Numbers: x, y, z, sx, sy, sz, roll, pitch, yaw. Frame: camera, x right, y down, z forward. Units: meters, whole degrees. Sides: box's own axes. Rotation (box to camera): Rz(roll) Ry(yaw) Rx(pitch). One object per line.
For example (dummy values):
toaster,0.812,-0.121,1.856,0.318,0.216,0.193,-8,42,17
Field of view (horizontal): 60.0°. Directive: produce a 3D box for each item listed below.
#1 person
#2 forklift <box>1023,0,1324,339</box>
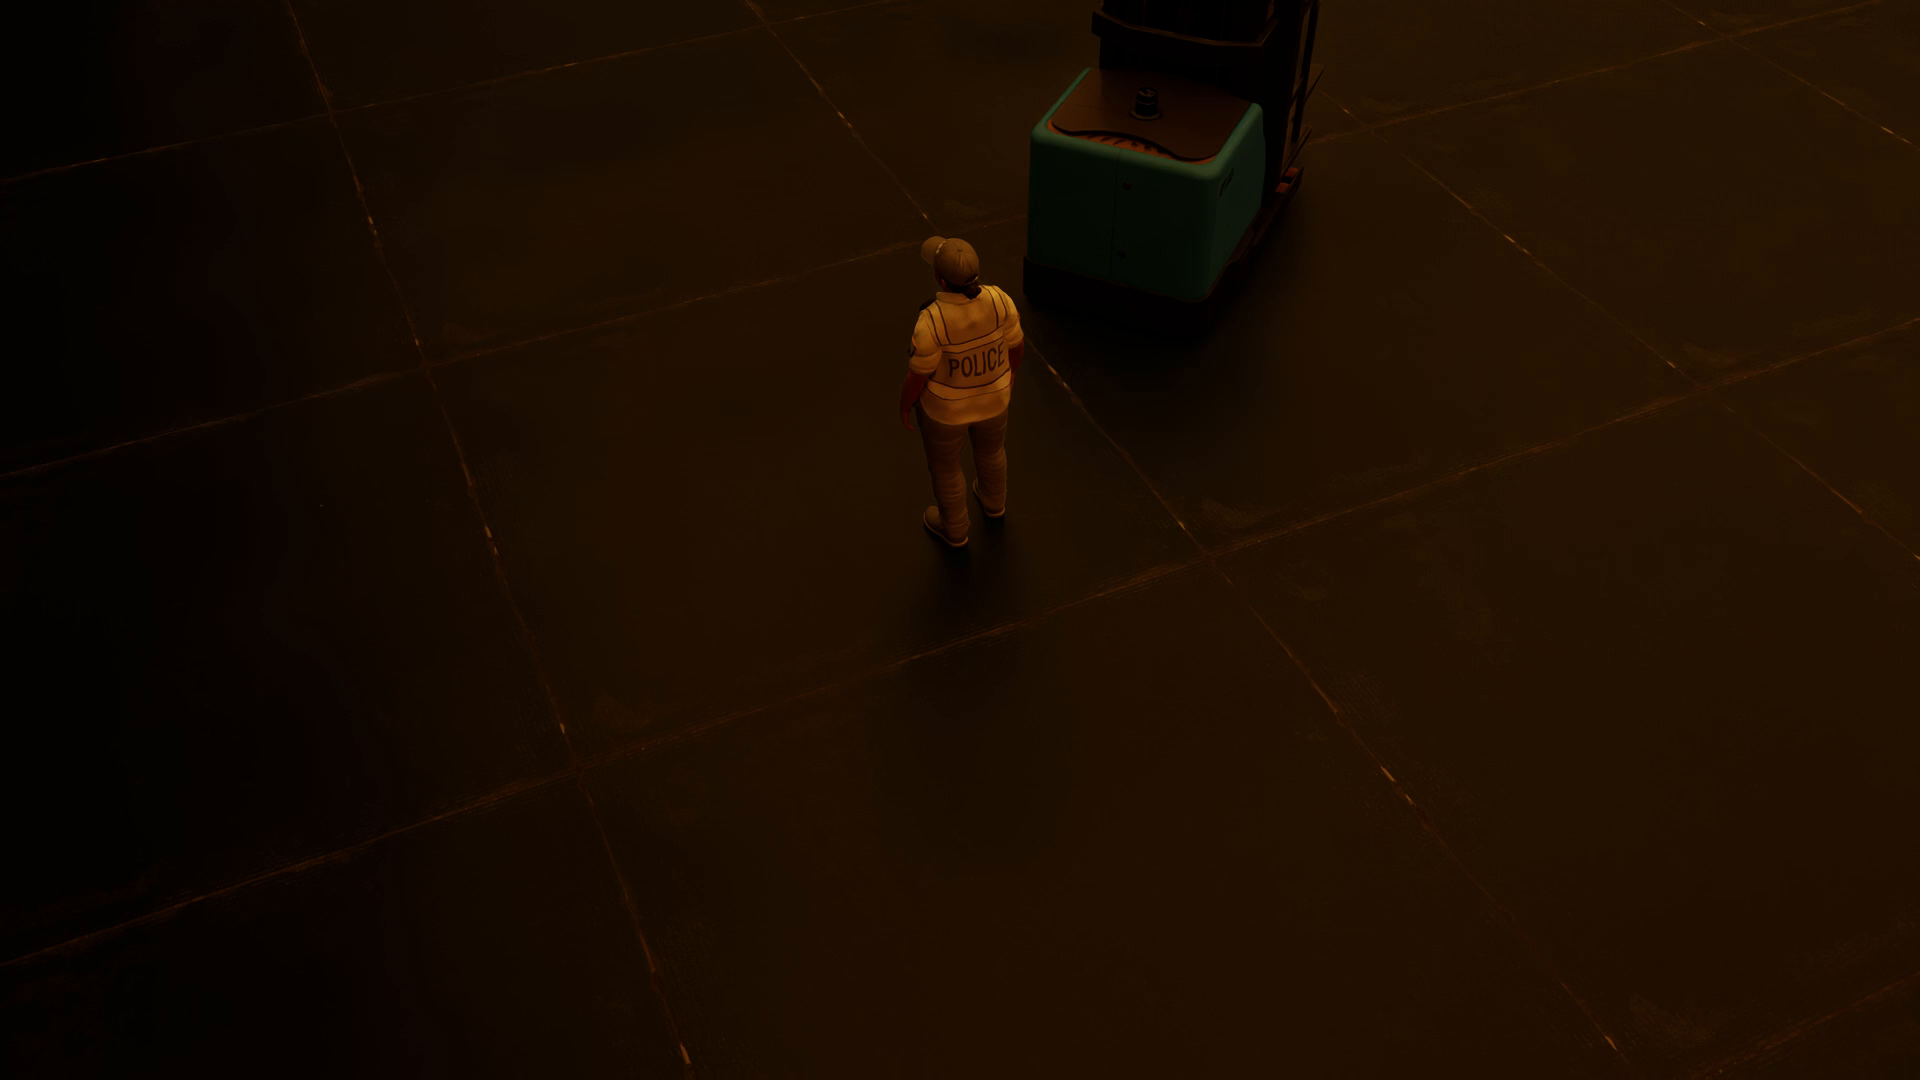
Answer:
person,-0.011,-0.668,7.313,0.598,1.670,0.529,-18,46,-18
forklift,1.423,-3.153,9.059,1.130,2.935,3.031,17,46,18
